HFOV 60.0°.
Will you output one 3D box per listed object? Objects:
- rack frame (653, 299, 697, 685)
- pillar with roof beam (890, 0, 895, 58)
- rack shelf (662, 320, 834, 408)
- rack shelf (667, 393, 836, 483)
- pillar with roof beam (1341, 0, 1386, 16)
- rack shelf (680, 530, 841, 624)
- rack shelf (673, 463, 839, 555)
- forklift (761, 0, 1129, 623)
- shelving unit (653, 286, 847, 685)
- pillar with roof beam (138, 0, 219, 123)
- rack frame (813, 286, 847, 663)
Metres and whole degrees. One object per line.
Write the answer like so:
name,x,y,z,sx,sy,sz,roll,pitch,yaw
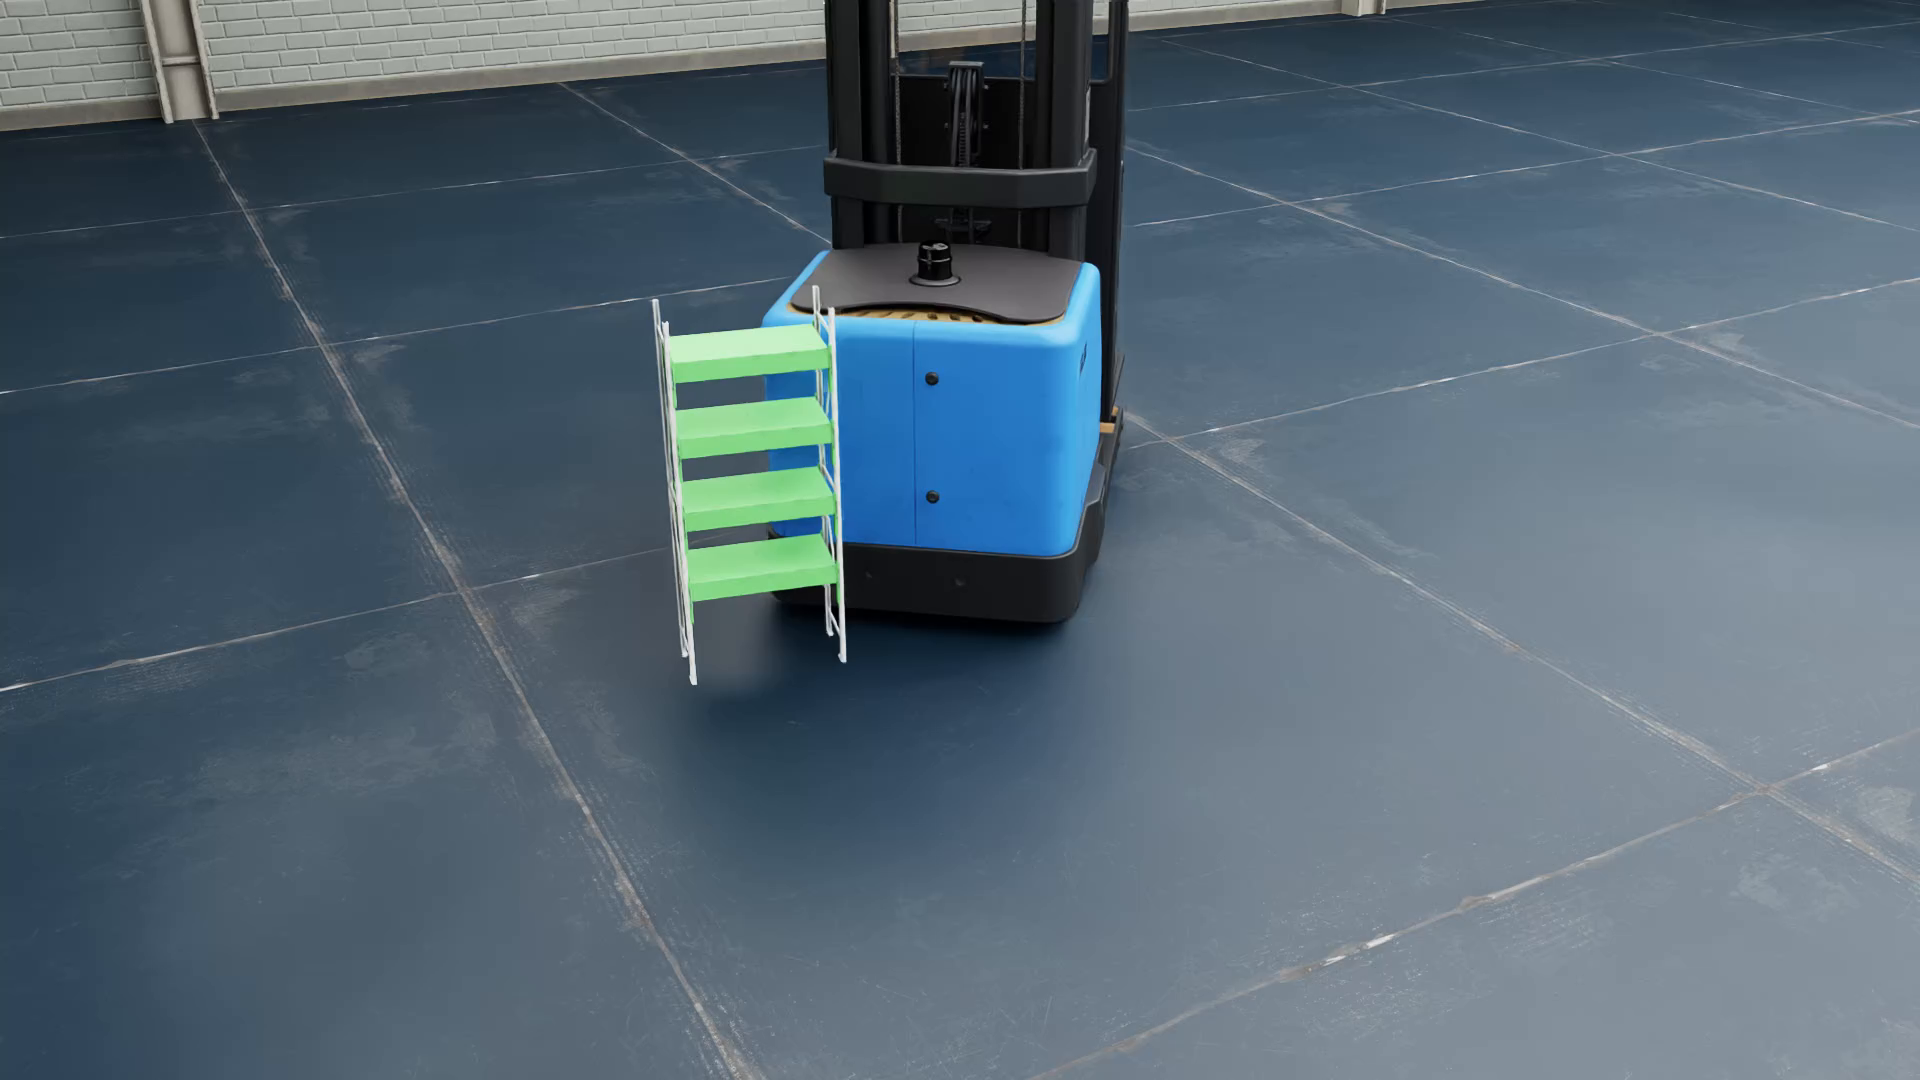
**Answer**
rack frame,-0.879,-0.129,5.133,0.015,1.200,0.240,-7,27,-15
pillar with roof beam,1.175,-7.010,10.454,0.400,9.000,9.100,-13,29,-25
rack shelf,-0.645,-0.535,5.016,0.480,0.148,0.258,-7,27,-15
rack shelf,-0.645,-0.318,5.120,0.480,0.148,0.258,-7,27,-15
pillar with roof beam,6.470,-8.232,12.999,0.400,9.000,9.100,-13,29,-25
rack shelf,-0.645,0.115,5.327,0.480,0.148,0.258,-7,27,-15
rack shelf,-0.645,-0.102,5.223,0.480,0.148,0.258,-7,27,-15
forklift,0.097,-1.657,6.316,1.130,2.935,3.031,4,26,8
shelving unit,-0.645,-0.159,5.196,0.503,1.200,0.258,-7,27,-15
pillar with roof beam,-4.119,-5.788,7.909,0.400,9.000,9.100,-13,29,-25
rack frame,-0.411,-0.189,5.258,0.015,1.200,0.240,-7,27,-15
